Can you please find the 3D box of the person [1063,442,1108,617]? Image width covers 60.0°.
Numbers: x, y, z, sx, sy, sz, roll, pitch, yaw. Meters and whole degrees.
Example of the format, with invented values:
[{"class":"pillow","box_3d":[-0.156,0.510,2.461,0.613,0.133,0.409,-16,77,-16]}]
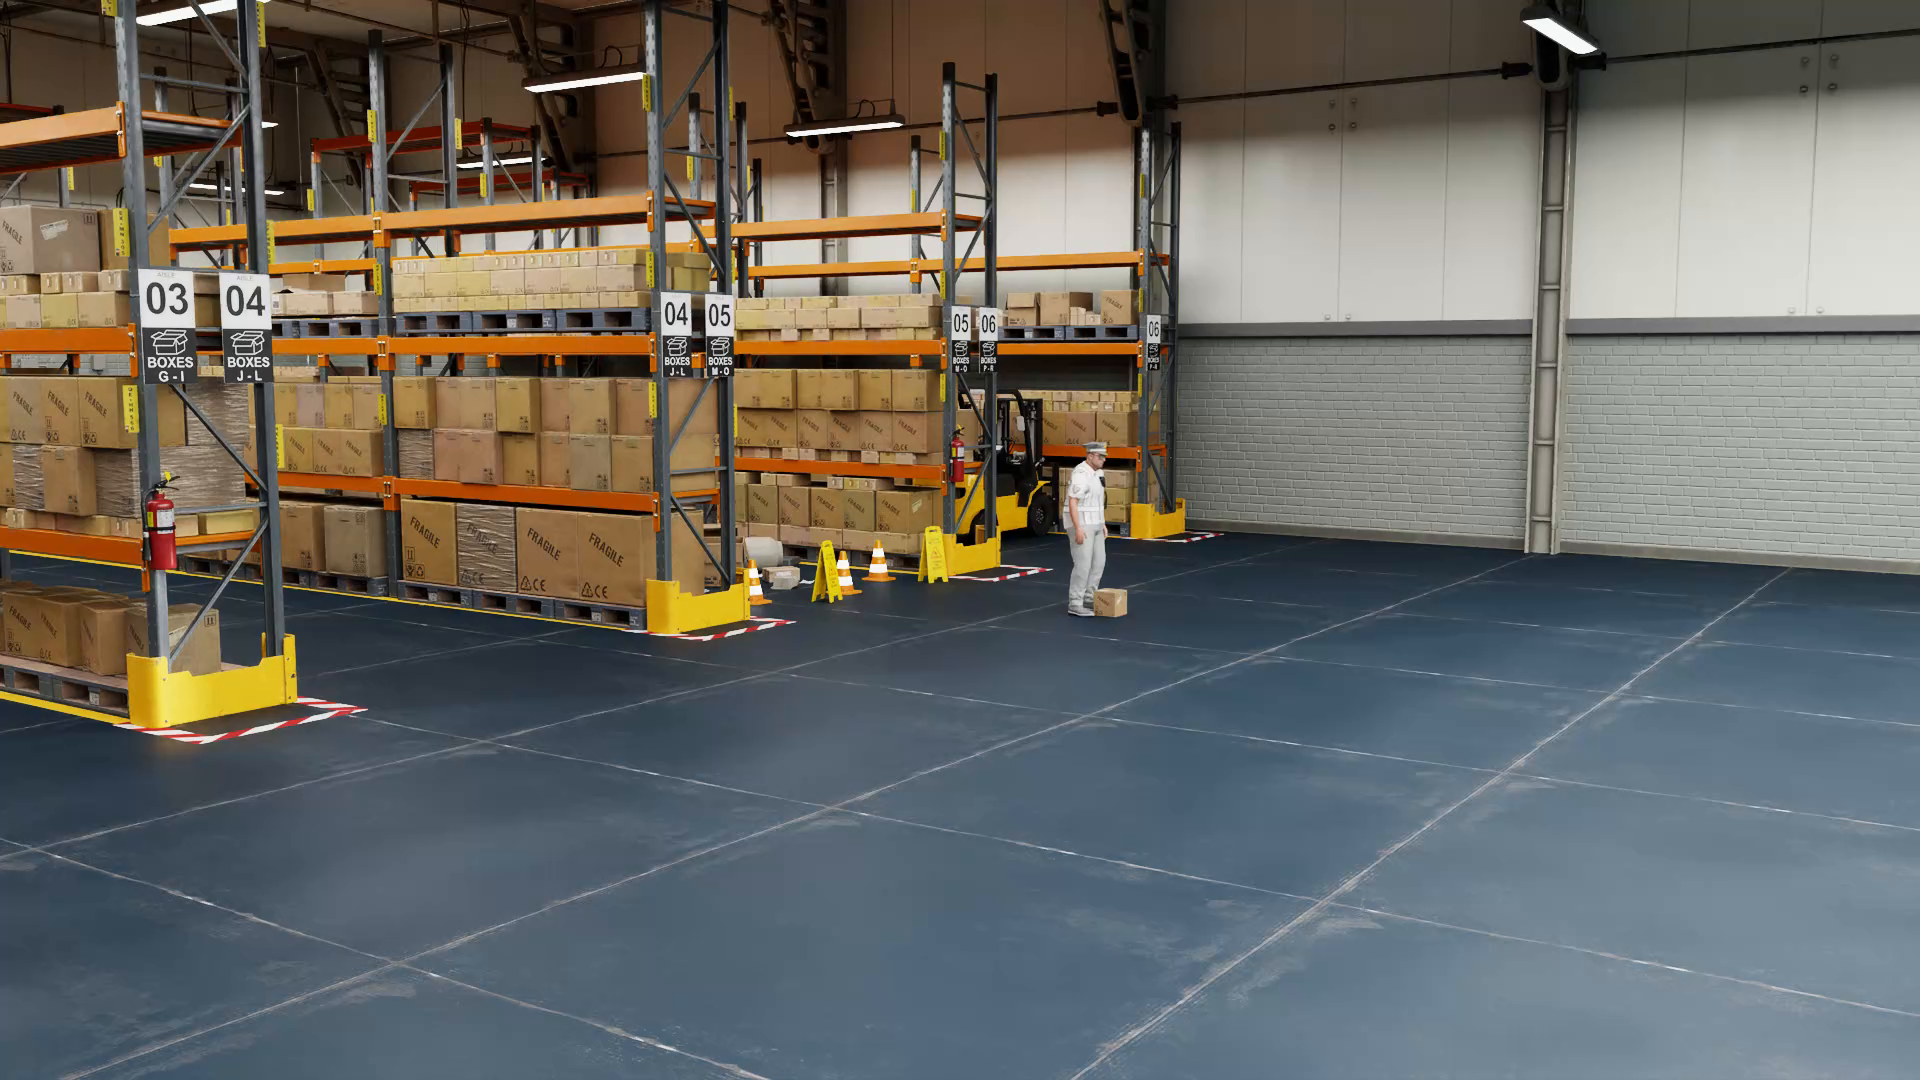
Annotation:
[{"class":"person","box_3d":[1.291,-0.128,16.901,0.434,1.749,0.585,4,8,34]}]
